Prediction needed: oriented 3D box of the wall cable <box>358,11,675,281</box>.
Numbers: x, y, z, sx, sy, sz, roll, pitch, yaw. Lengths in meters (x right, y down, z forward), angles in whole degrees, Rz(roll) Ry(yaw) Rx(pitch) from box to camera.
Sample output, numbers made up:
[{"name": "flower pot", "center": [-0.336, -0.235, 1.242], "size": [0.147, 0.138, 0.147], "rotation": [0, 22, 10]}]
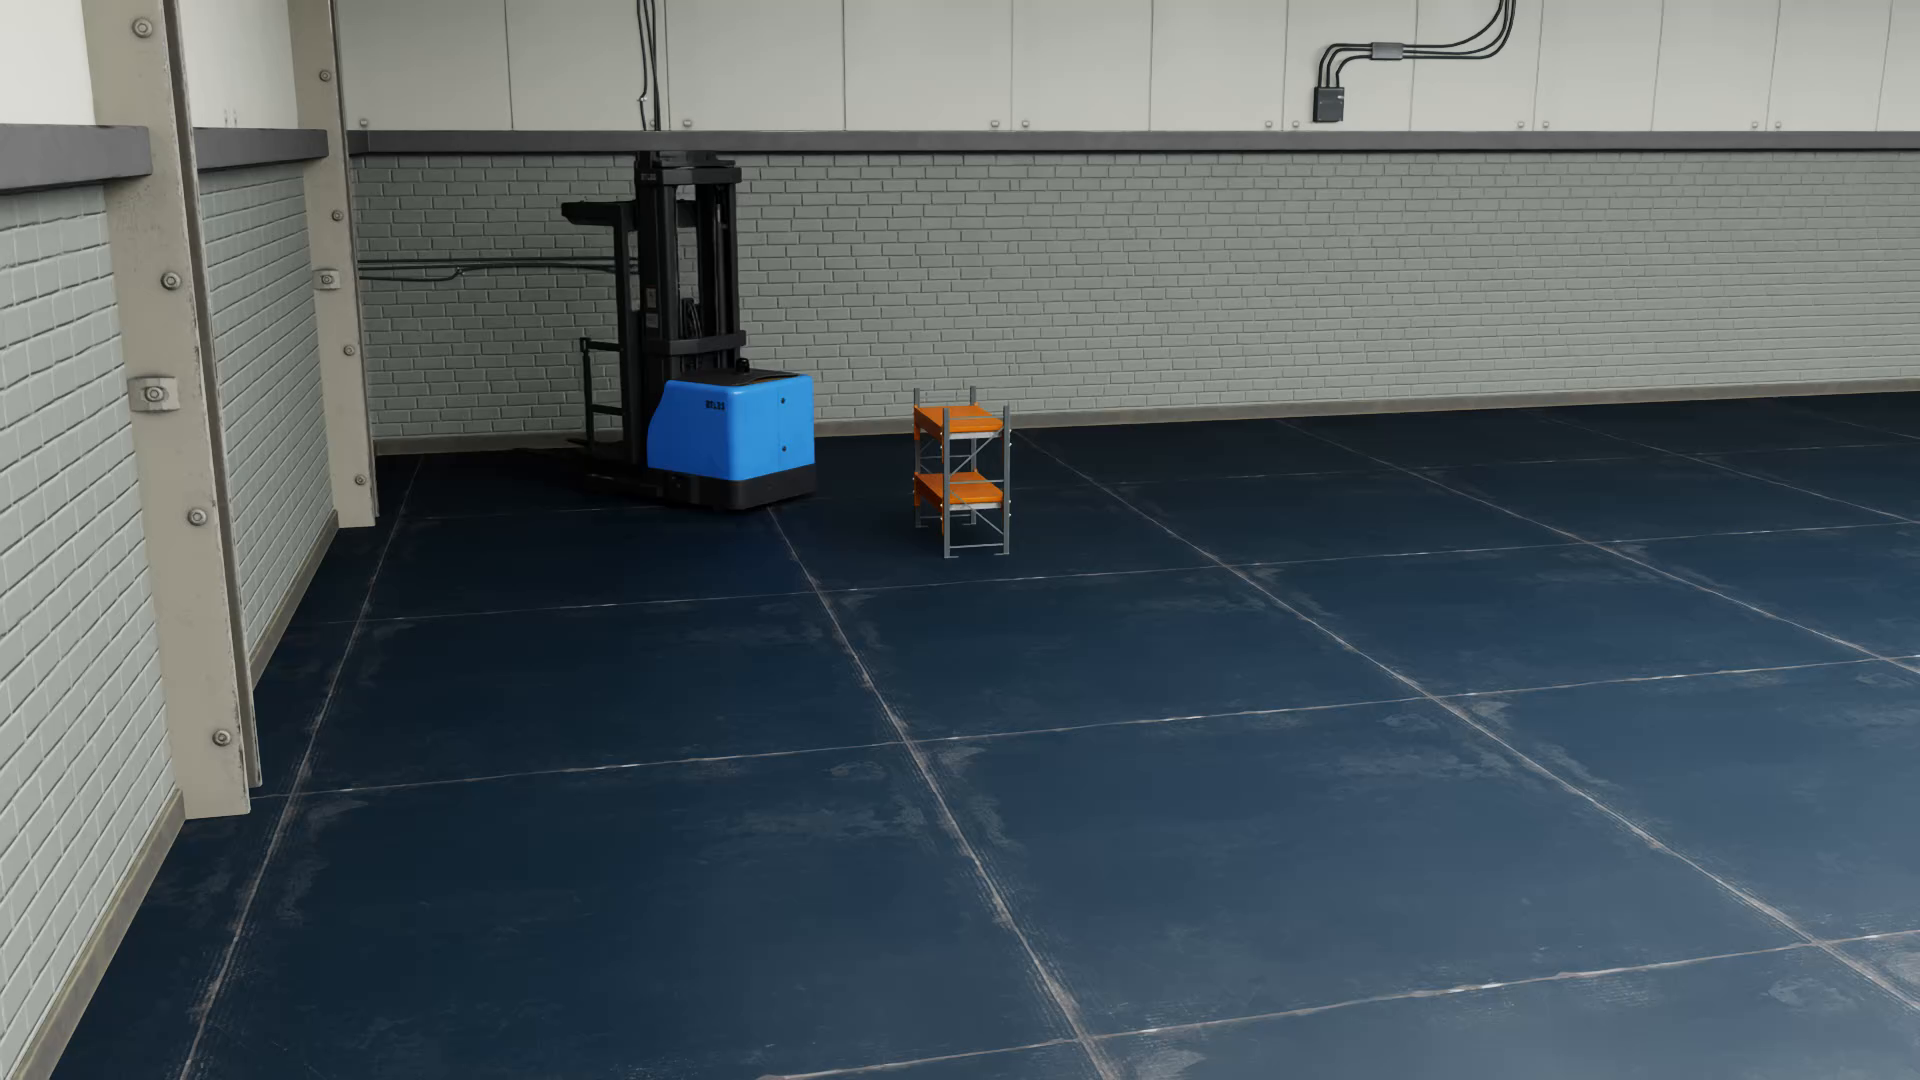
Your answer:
[{"name": "wall cable", "center": [-4.316, -3.766, 15.925], "size": [3.097, 2.526, 0.112], "rotation": [-3, 14, -13]}]

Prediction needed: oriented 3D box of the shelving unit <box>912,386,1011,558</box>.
[{"name": "shelving unit", "center": [0.002, -0.545, 12.787], "size": [0.538, 1.125, 1.048], "rotation": [-3, 14, -13]}]

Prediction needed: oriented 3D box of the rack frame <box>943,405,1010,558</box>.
[{"name": "rack frame", "center": [0.121, -0.428, 12.307], "size": [0.500, 1.125, 0.032], "rotation": [-3, 14, -13]}]

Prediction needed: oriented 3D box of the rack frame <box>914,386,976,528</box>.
[{"name": "rack frame", "center": [-0.118, -0.662, 13.267], "size": [0.500, 1.125, 0.032], "rotation": [-3, 14, -13]}]

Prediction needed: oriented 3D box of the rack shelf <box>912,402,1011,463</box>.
[{"name": "rack shelf", "center": [0.002, -0.829, 12.718], "size": [0.538, 0.278, 1.000], "rotation": [-3, 14, -13]}]

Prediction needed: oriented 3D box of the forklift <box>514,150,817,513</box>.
[{"name": "forklift", "center": [-2.726, -1.905, 14.549], "size": [3.031, 2.935, 1.130], "rotation": [10, 17, 35]}]

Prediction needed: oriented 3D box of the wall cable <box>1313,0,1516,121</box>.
[{"name": "wall cable", "center": [4.915, -7.452, 17.304], "size": [2.305, 6.003, 0.169], "rotation": [-3, 14, -13]}]

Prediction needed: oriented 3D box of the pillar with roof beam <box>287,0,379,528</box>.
[{"name": "pillar with roof beam", "center": [-0.725, -4.761, 13.455], "size": [9.100, 9.000, 0.400], "rotation": [-3, 14, -13]}]

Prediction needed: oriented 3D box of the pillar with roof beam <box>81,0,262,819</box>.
[{"name": "pillar with roof beam", "center": [0.684, -3.377, 7.789], "size": [9.100, 9.000, 0.400], "rotation": [-3, 14, -13]}]

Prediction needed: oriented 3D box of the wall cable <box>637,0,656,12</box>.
[{"name": "wall cable", "center": [-1.687, -6.370, 15.943], "size": [3.097, 2.526, 0.112], "rotation": [-3, 14, -13]}]

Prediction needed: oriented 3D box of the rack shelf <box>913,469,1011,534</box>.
[{"name": "rack shelf", "center": [0.002, -0.307, 12.845], "size": [0.538, 0.278, 1.000], "rotation": [-3, 14, -13]}]
